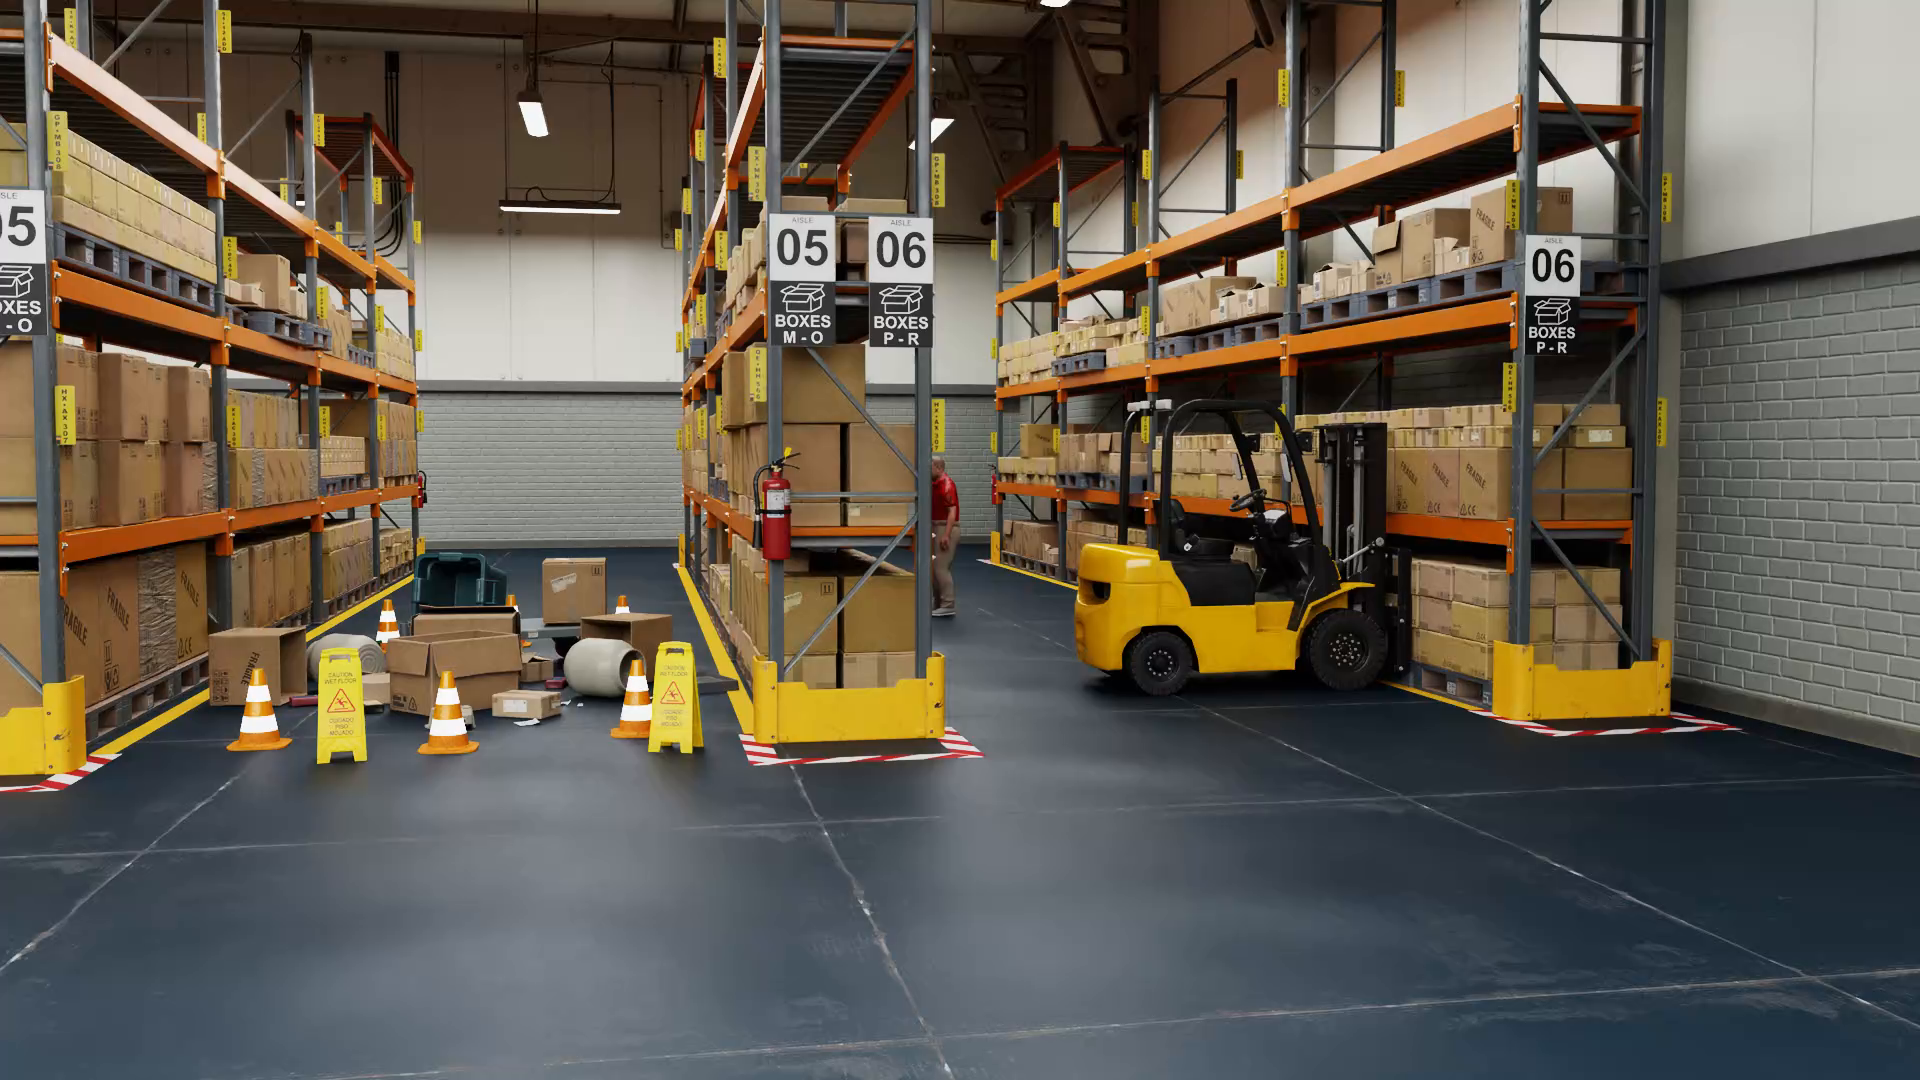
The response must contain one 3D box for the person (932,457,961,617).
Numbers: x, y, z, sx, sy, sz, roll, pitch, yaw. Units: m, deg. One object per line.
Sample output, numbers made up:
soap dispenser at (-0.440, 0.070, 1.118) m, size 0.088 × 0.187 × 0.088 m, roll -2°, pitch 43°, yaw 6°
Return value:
person at (-0.208, -0.044, 18.077) m, size 0.393 × 1.726 × 0.599 m, roll -1°, pitch 3°, yaw -15°
